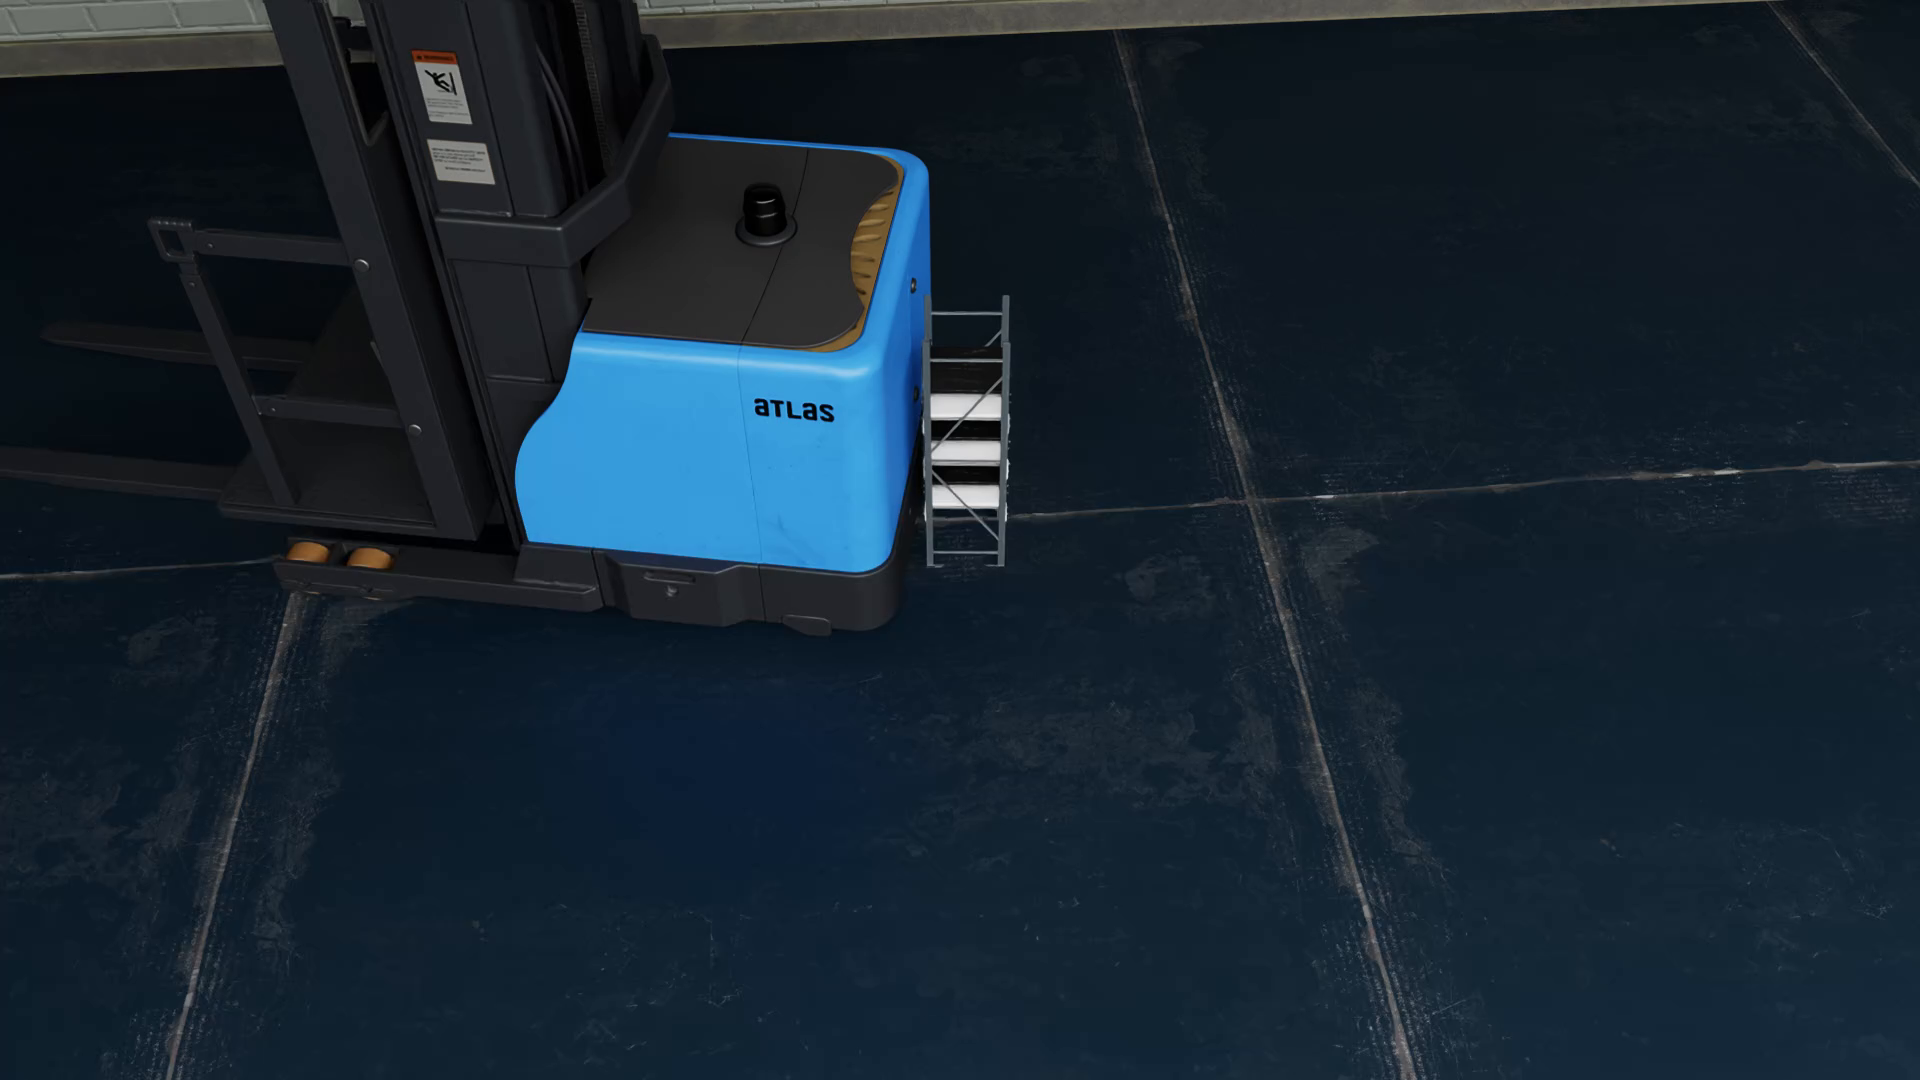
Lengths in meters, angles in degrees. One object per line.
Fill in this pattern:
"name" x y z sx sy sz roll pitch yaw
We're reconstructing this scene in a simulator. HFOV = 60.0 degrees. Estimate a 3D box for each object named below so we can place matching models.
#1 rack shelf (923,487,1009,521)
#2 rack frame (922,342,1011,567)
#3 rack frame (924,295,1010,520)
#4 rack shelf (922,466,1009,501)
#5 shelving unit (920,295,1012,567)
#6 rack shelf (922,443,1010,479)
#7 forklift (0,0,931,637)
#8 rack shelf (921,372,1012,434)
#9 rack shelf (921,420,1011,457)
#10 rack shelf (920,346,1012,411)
"rack shelf" 0.018 -0.156 5.071 0.258 0.077 0.200 0 47 0
"rack frame" 0.017 -0.228 4.846 0.240 0.900 0.006 0 47 0
"rack frame" 0.019 -0.376 4.985 0.240 0.900 0.006 0 47 0
"rack shelf" 0.018 -0.217 5.005 0.258 0.077 0.200 0 47 0
"shelving unit" 0.018 -0.302 4.916 0.258 0.900 0.210 0 47 0
"rack shelf" 0.018 -0.279 4.940 0.258 0.077 0.200 0 47 0
"forklift" -1.635 -1.200 4.368 3.031 2.935 1.130 5 47 5
"rack shelf" 0.018 -0.402 4.809 0.258 0.077 0.200 0 47 0
"rack shelf" 0.018 -0.341 4.874 0.258 0.077 0.200 0 47 0
"rack shelf" 0.018 -0.464 4.743 0.258 0.077 0.200 0 47 0
